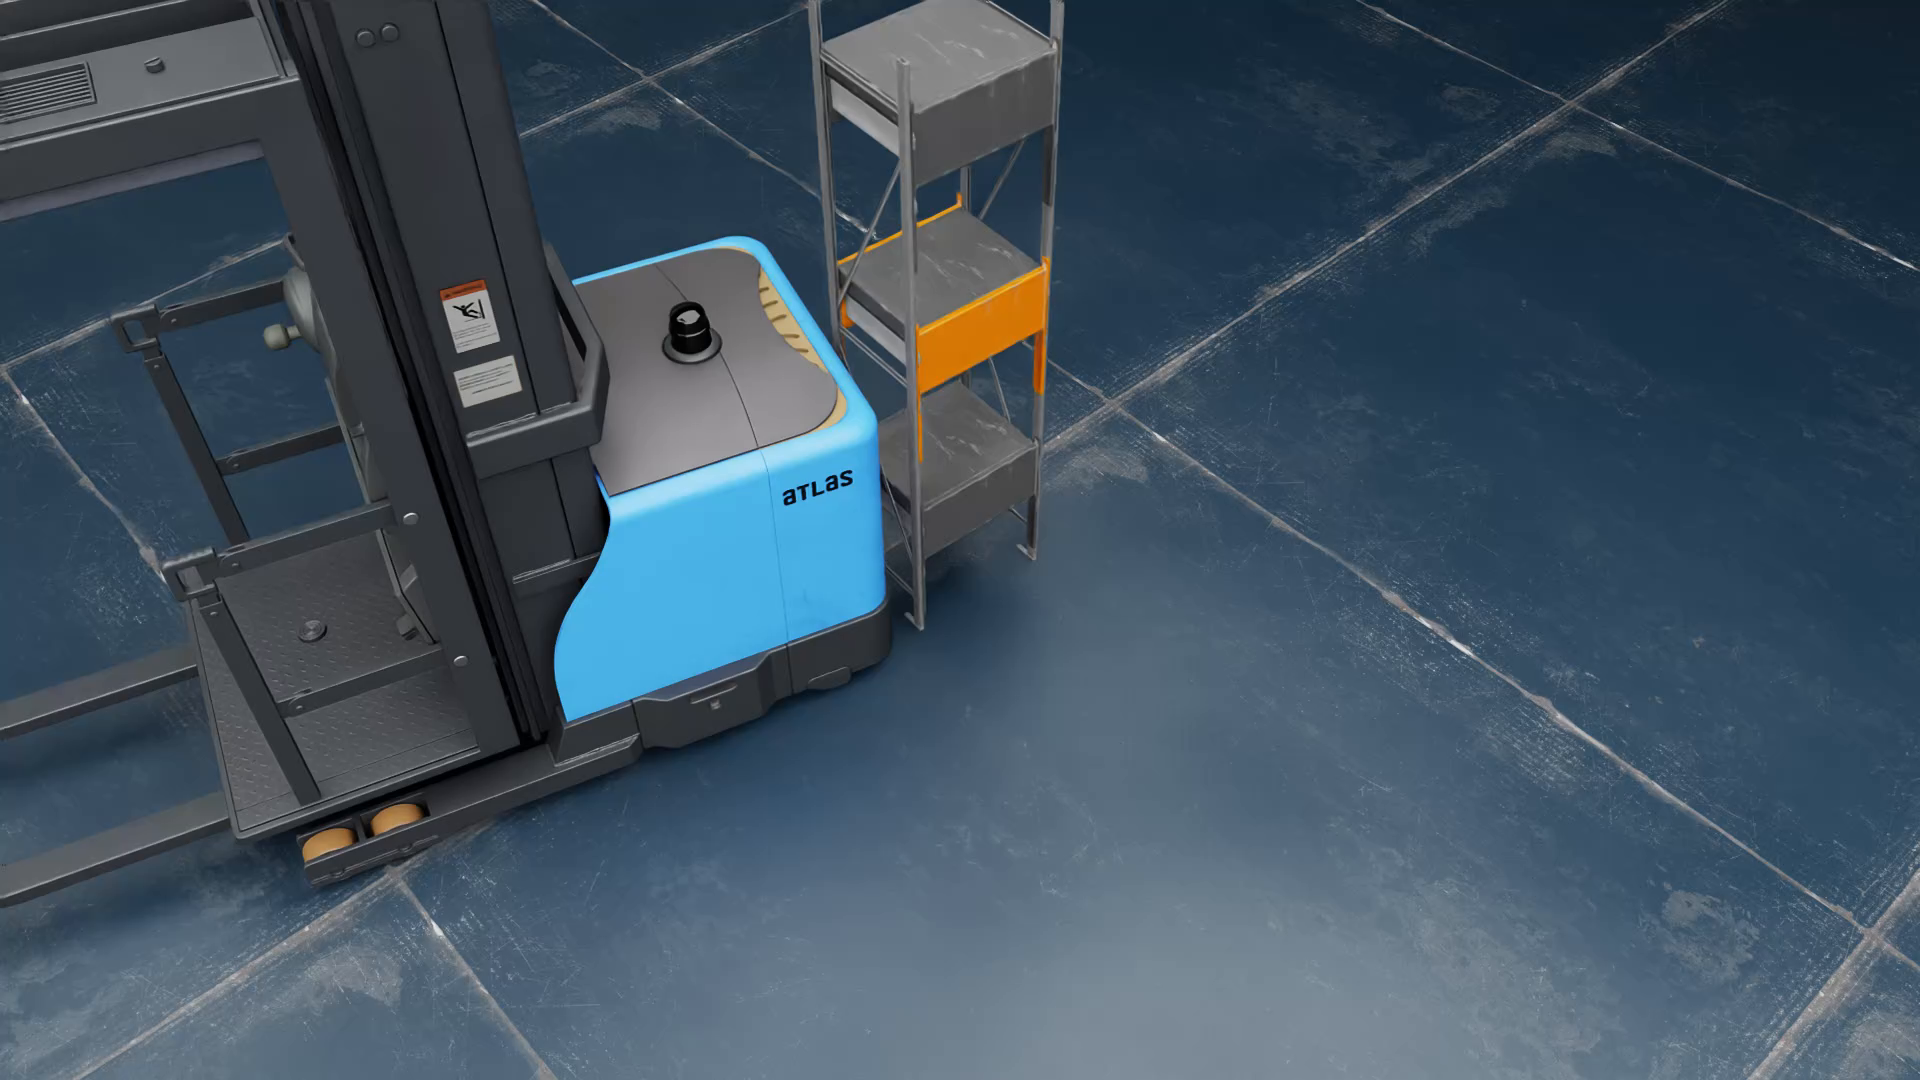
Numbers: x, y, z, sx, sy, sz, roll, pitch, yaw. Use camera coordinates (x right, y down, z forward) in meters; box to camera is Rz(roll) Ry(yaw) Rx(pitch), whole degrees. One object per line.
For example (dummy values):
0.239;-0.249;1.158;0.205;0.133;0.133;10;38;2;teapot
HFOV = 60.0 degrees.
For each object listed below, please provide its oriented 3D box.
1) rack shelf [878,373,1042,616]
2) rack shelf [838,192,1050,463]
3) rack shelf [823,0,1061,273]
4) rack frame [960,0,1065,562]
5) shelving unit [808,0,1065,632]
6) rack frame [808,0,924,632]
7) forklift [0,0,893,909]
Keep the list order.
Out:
-0.059;-0.157;5.437;0.480;0.518;0.431;-31;54;-25;rack shelf
-0.059;-0.632;4.923;0.480;0.518;0.431;-31;54;-25;rack shelf
-0.059;-1.106;4.408;0.480;0.518;0.431;-31;54;-25;rack shelf
0.130;-0.753;5.016;0.015;2.100;0.400;-31;54;-25;rack frame
-0.059;-0.641;4.913;0.503;2.100;0.431;-31;54;-25;shelving unit
-0.249;-0.528;4.809;0.015;2.100;0.400;-31;54;-25;rack frame
-1.773;-0.447;4.168;3.031;2.935;1.130;-19;50;-17;forklift
